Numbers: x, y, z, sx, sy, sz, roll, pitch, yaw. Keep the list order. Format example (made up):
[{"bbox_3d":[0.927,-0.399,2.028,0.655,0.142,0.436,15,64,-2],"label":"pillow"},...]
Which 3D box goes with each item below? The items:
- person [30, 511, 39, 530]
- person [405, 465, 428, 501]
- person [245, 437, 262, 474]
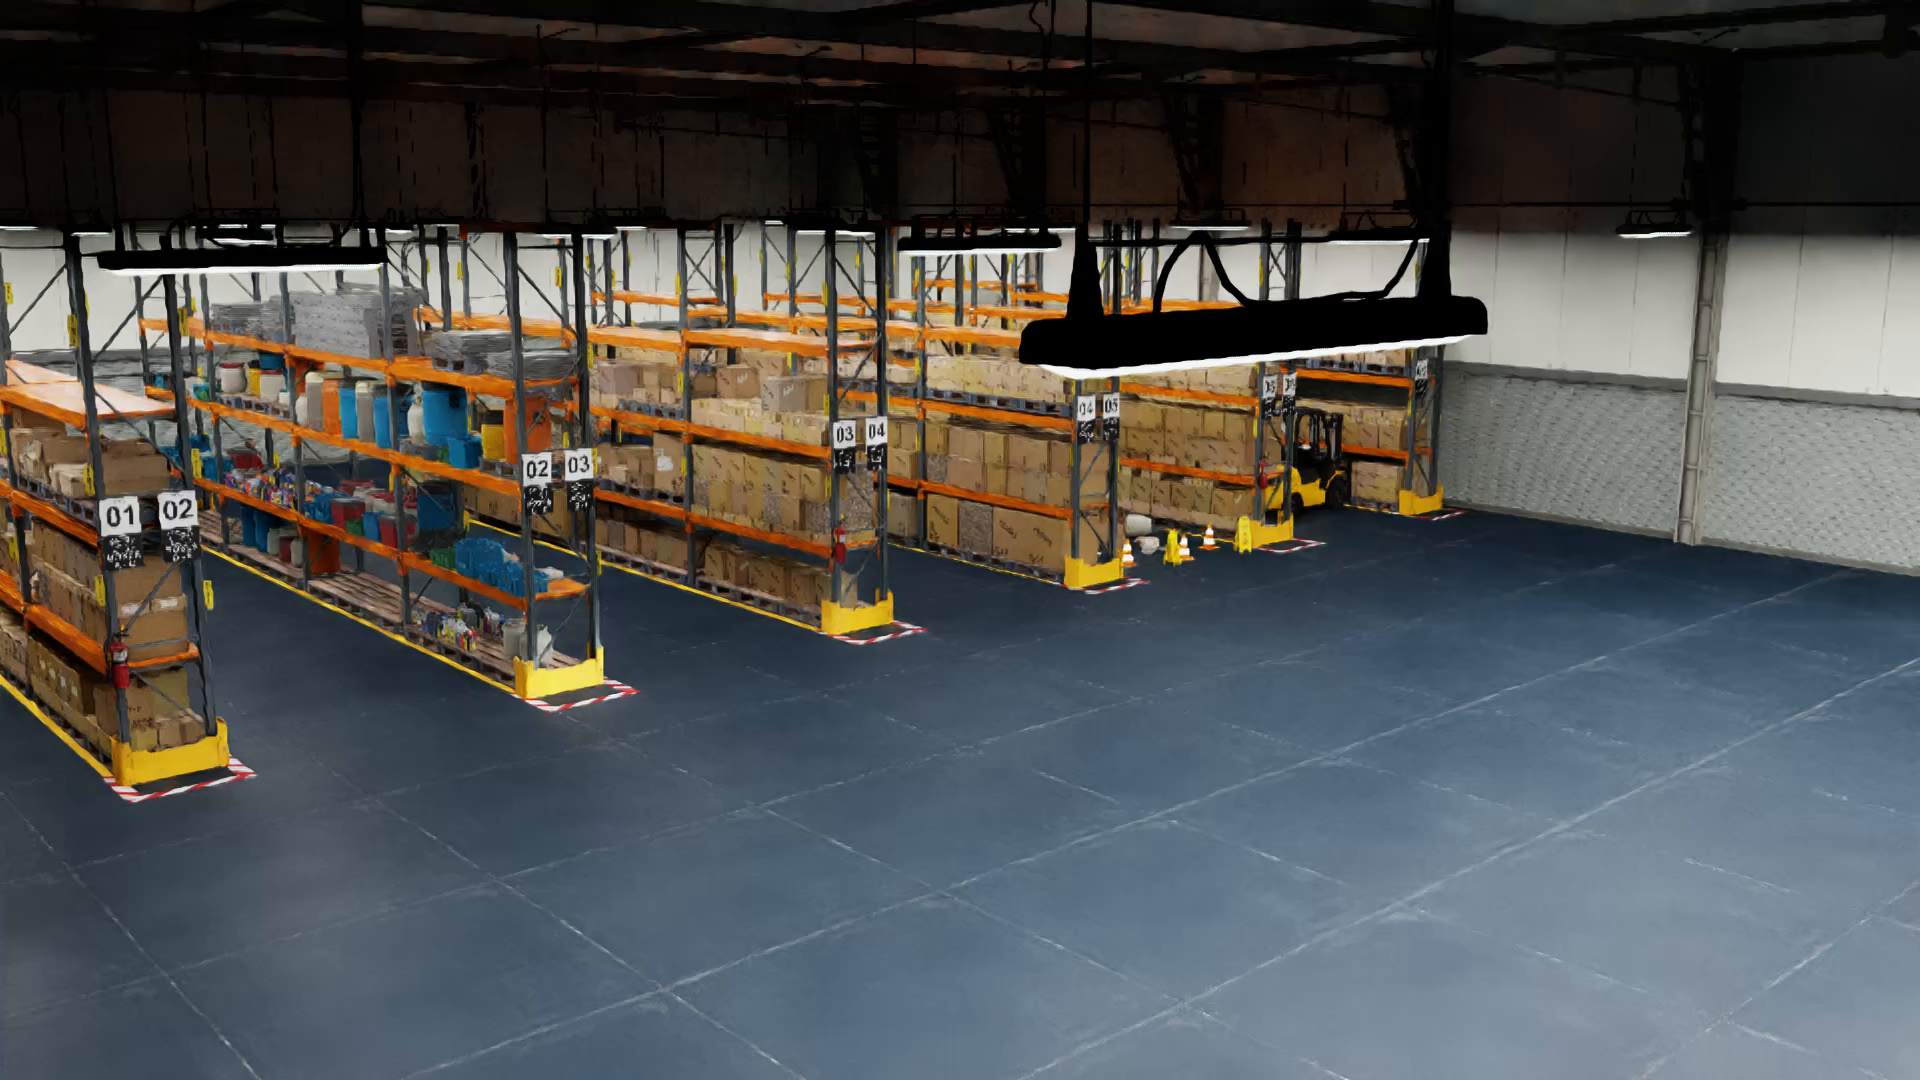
[{"bbox_3d":[-16.146,-0.253,29.016,0.445,1.591,1.110,-11,16,-43],"label":"person"},{"bbox_3d":[-10.625,-1.029,32.665,0.498,1.675,0.441,4,12,19],"label":"person"},{"bbox_3d":[-14.204,-1.206,33.381,0.685,1.736,0.404,9,14,37],"label":"person"}]
